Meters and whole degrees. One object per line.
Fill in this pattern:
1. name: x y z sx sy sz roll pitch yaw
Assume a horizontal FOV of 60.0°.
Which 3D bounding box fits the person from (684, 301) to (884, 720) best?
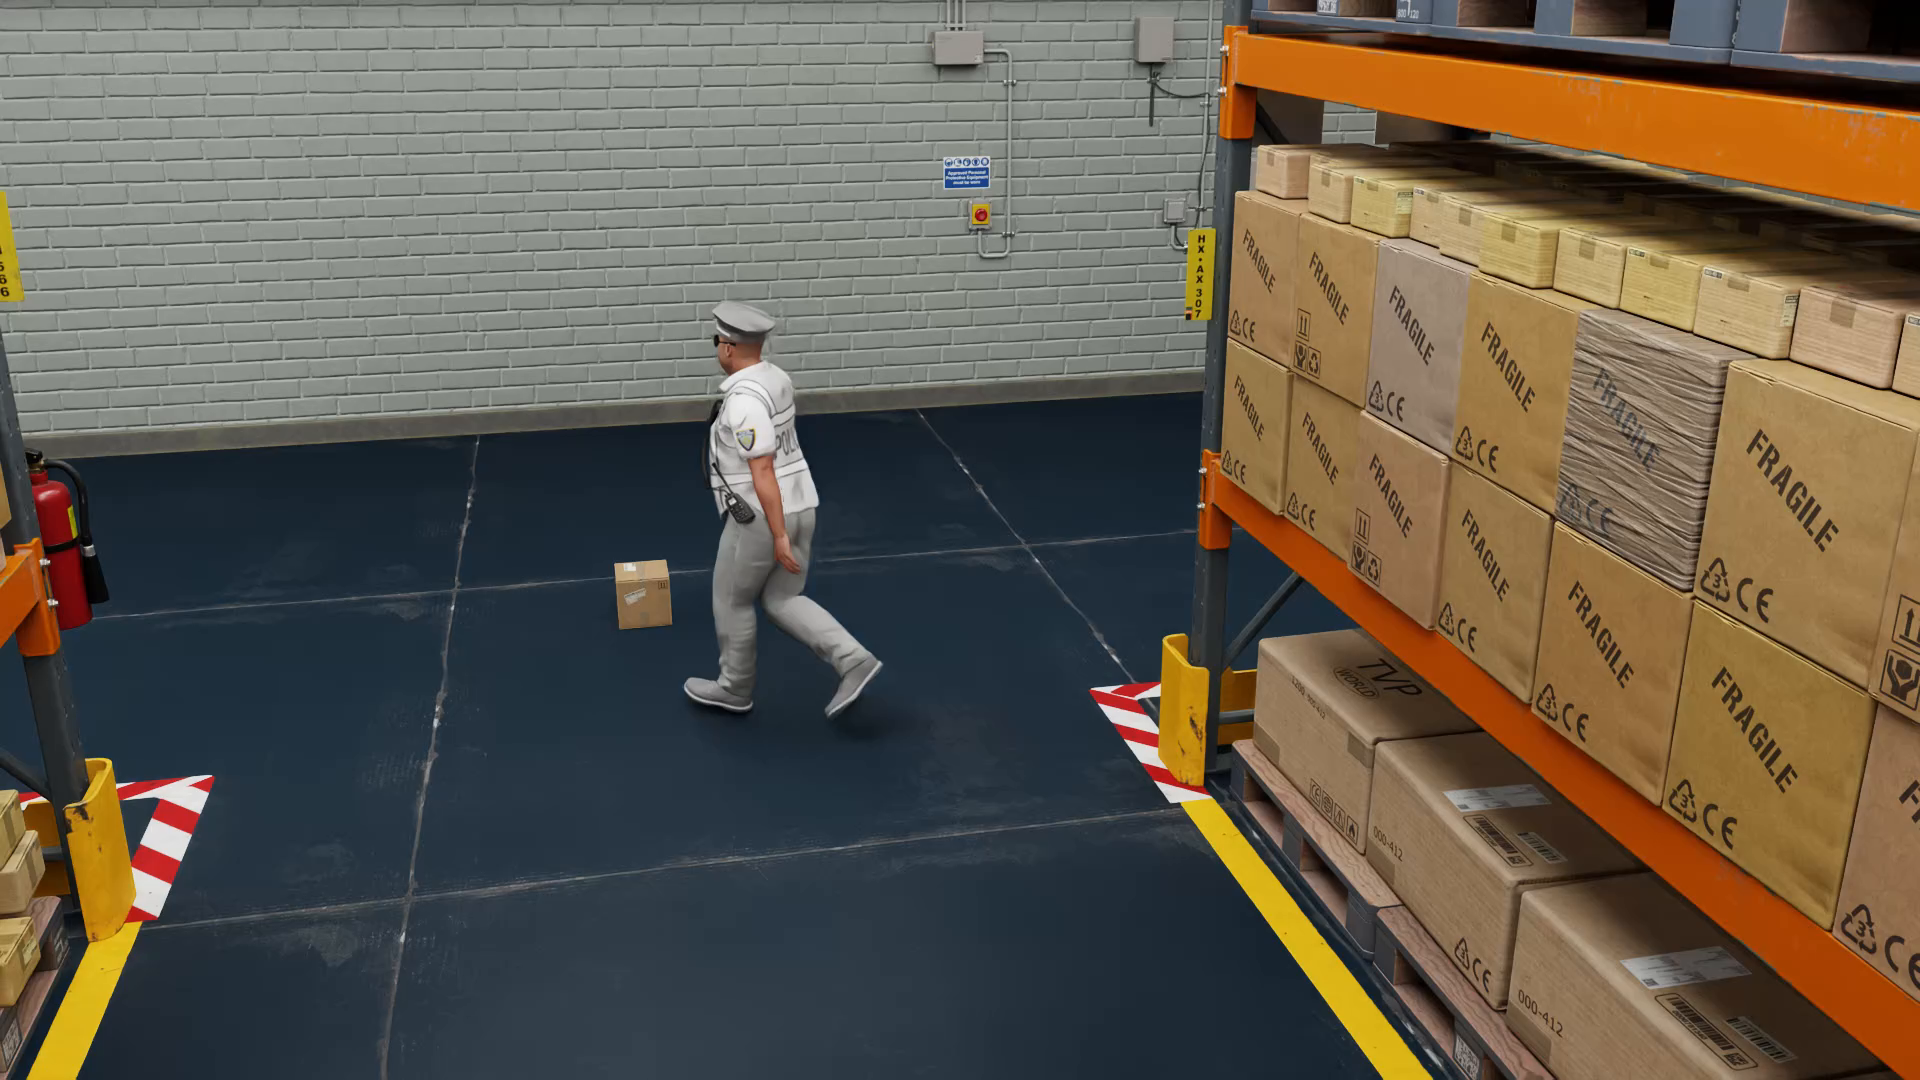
1. person: -0.736 -0.116 6.878 0.893 1.724 0.576 5 20 15
